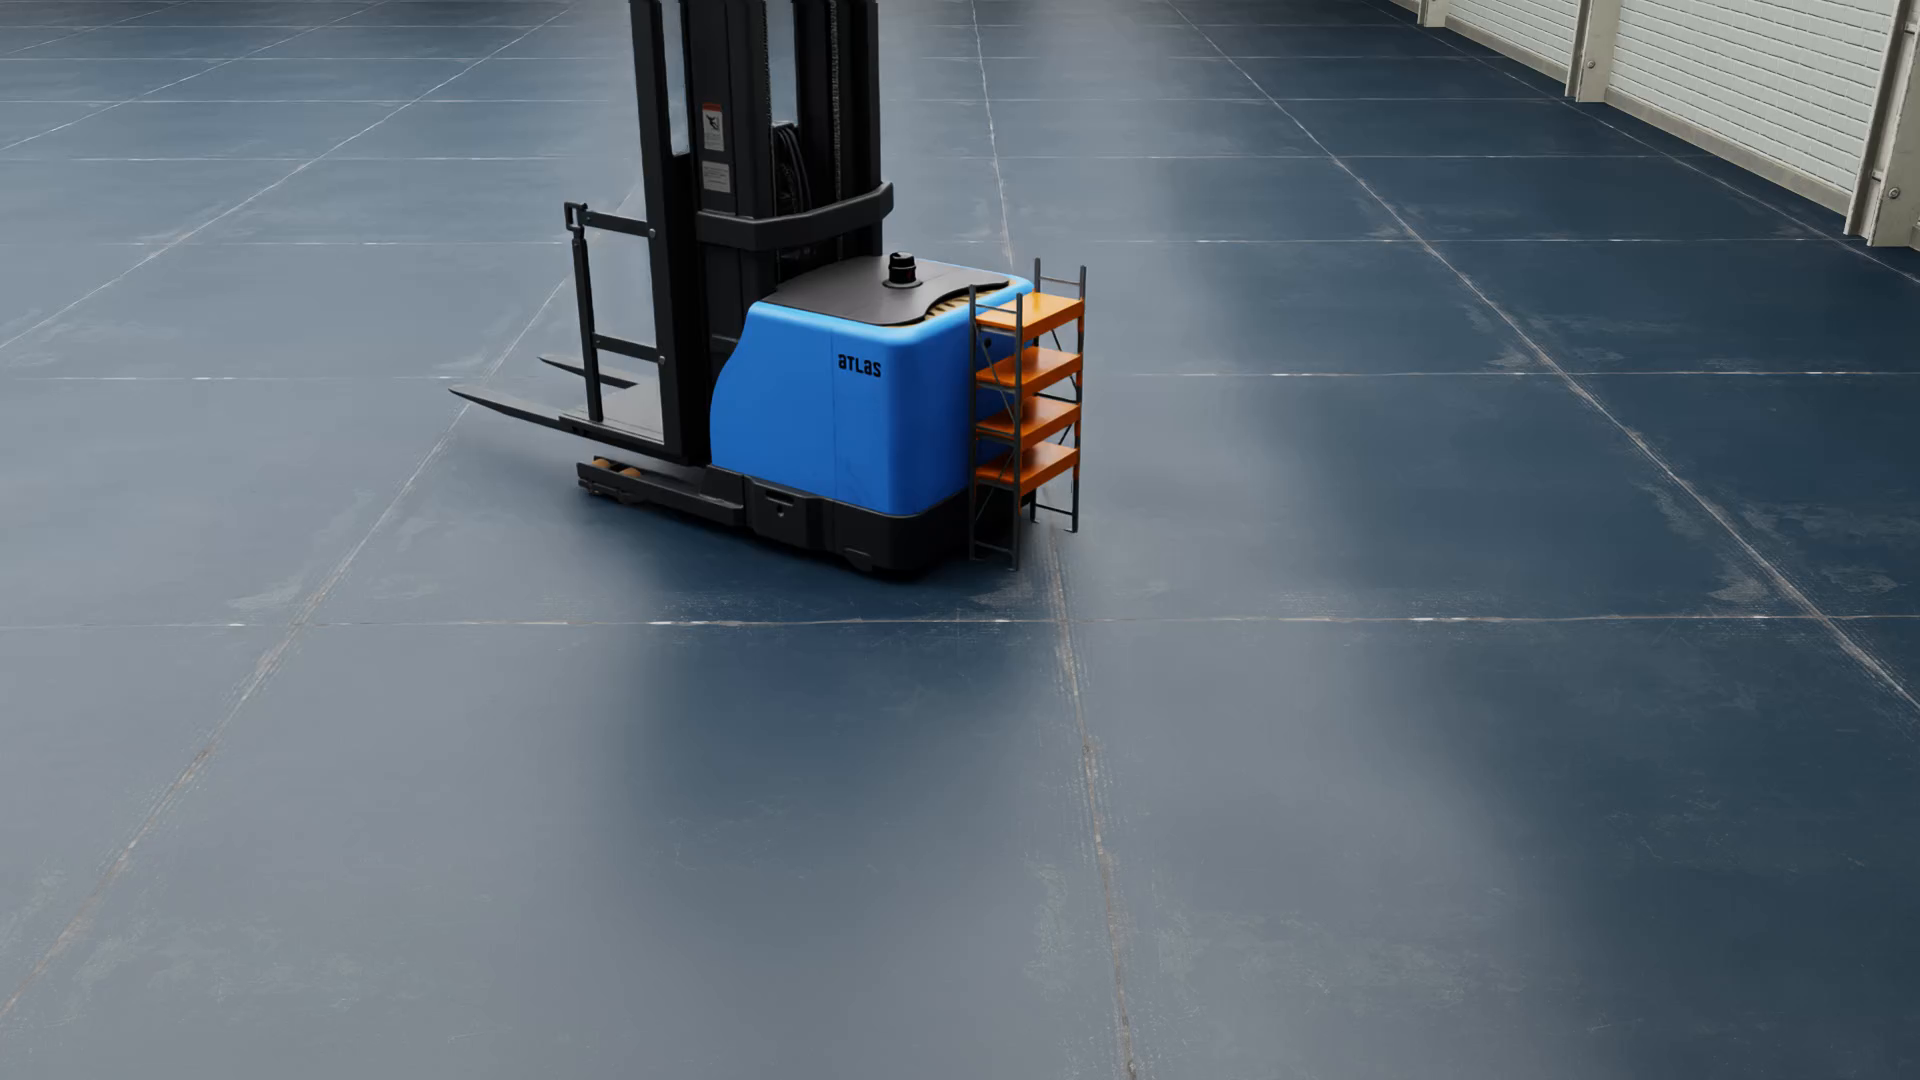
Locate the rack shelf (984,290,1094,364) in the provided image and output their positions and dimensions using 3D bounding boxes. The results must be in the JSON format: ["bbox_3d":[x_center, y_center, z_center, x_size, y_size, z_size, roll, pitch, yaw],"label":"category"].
[{"bbox_3d":[0.312,-0.871,6.766,0.258,0.148,0.480,16,29,31],"label":"rack shelf"}]

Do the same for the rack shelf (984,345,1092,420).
[{"bbox_3d":[0.312,-0.655,6.863,0.258,0.148,0.480,16,29,31],"label":"rack shelf"}]

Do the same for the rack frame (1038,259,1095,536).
[{"bbox_3d":[0.449,-0.596,7.112,0.240,1.200,0.015,16,29,31],"label":"rack frame"}]

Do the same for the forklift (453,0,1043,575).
[{"bbox_3d":[-1.124,-1.648,7.337,3.031,2.935,1.130,16,29,31],"label":"forklift"}]

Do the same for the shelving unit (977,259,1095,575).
[{"bbox_3d":[0.312,-0.513,6.928,0.258,1.200,0.503,16,29,31],"label":"shelving unit"}]

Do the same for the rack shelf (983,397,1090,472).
[{"bbox_3d":[0.312,-0.451,6.955,0.258,0.148,0.480,16,29,31],"label":"rack shelf"}]

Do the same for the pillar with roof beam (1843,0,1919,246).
[{"bbox_3d":[2.360,-6.264,10.180,9.100,9.000,0.400,0,24,-1],"label":"pillar with roof beam"}]

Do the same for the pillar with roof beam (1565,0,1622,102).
[{"bbox_3d":[2.294,-8.737,15.647,9.100,9.000,0.400,0,24,-1],"label":"pillar with roof beam"}]

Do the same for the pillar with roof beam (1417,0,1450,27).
[{"bbox_3d":[2.229,-11.209,21.113,9.100,9.000,0.400,0,24,-1],"label":"pillar with roof beam"}]

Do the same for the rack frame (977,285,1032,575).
[{"bbox_3d":[0.175,-0.430,6.744,0.240,1.200,0.015,16,29,31],"label":"rack frame"}]

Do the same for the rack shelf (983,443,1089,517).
[{"bbox_3d":[0.312,-0.271,7.037,0.258,0.148,0.480,16,29,31],"label":"rack shelf"}]
